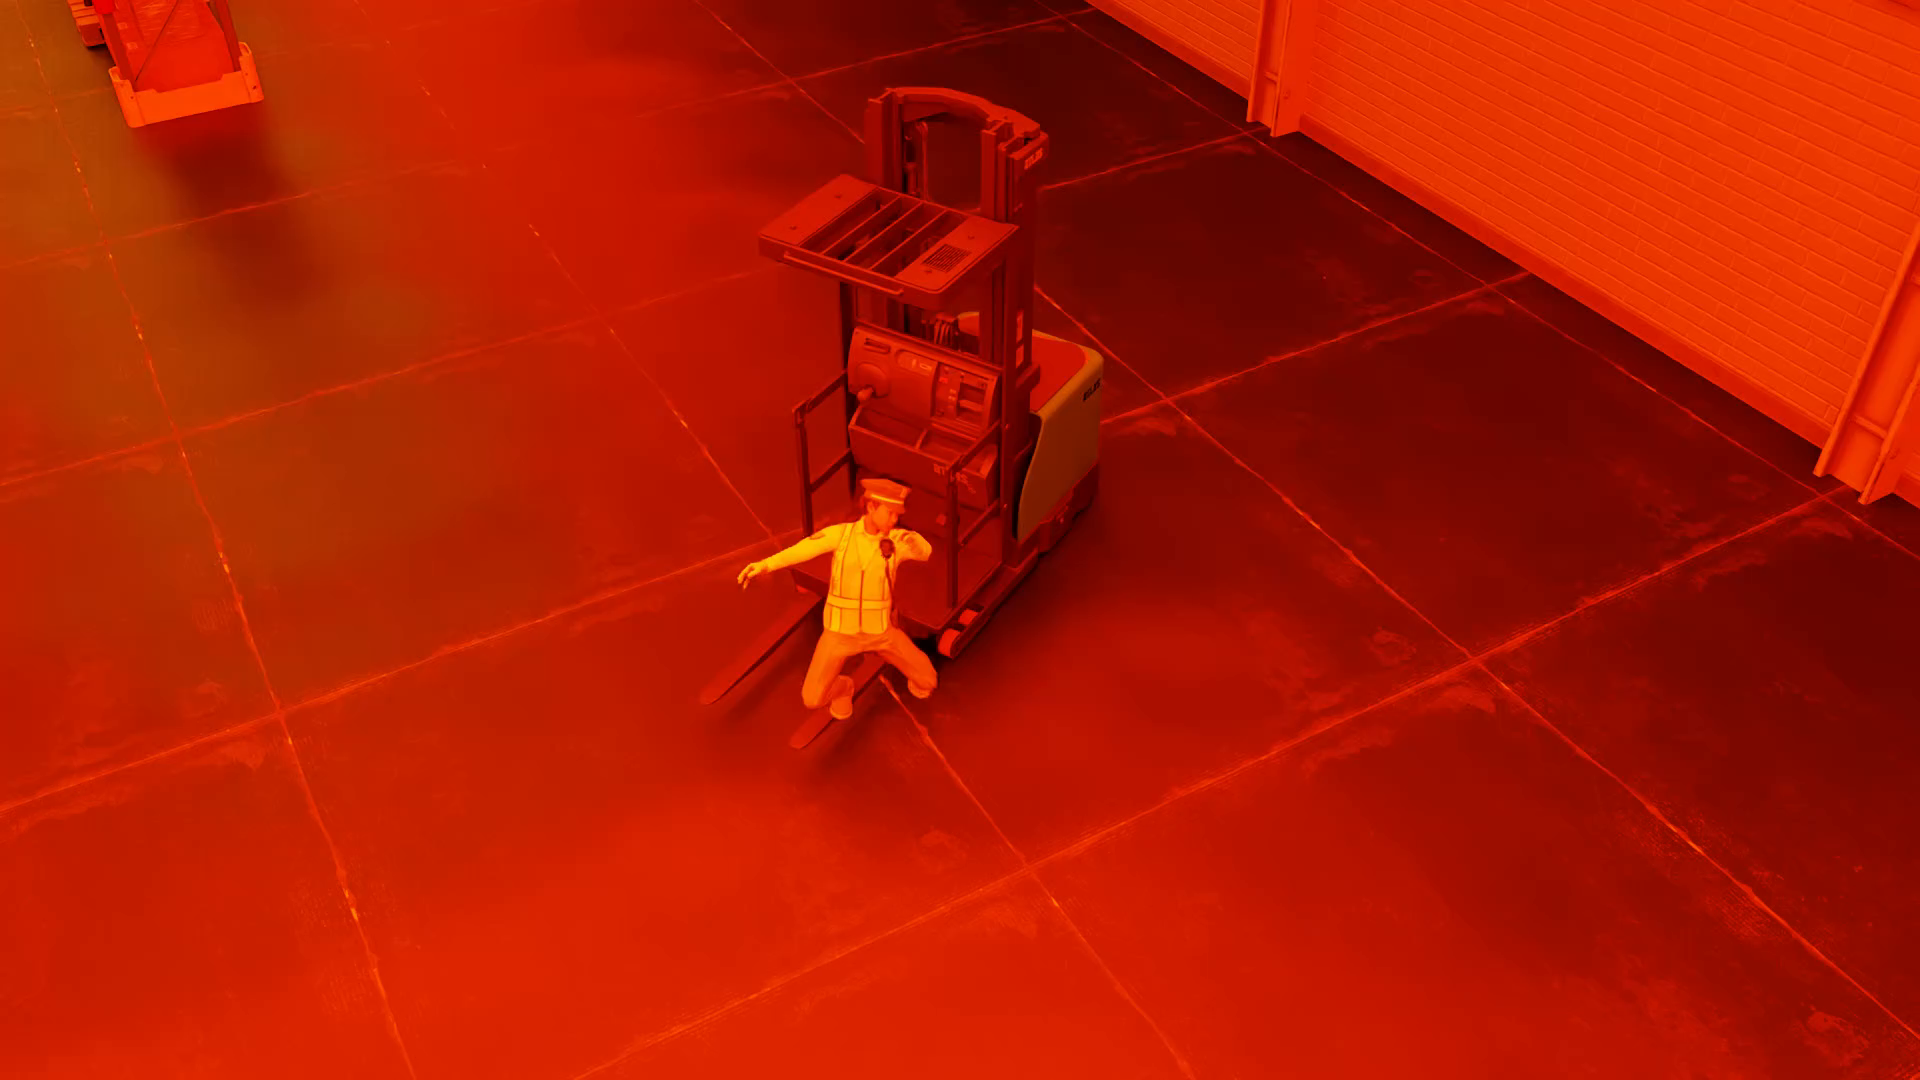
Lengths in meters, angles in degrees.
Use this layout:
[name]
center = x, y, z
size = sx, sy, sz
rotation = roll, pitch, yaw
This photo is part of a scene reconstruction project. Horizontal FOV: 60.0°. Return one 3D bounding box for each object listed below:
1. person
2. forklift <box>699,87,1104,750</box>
[person]
center = -0.625, 0.348, 8.504
size = 0.972, 1.459, 0.714
rotation = -5, 40, -6
[forklift]
center = -0.323, -0.797, 8.997
size = 1.130, 2.935, 3.031
rotation = 22, 44, 24
